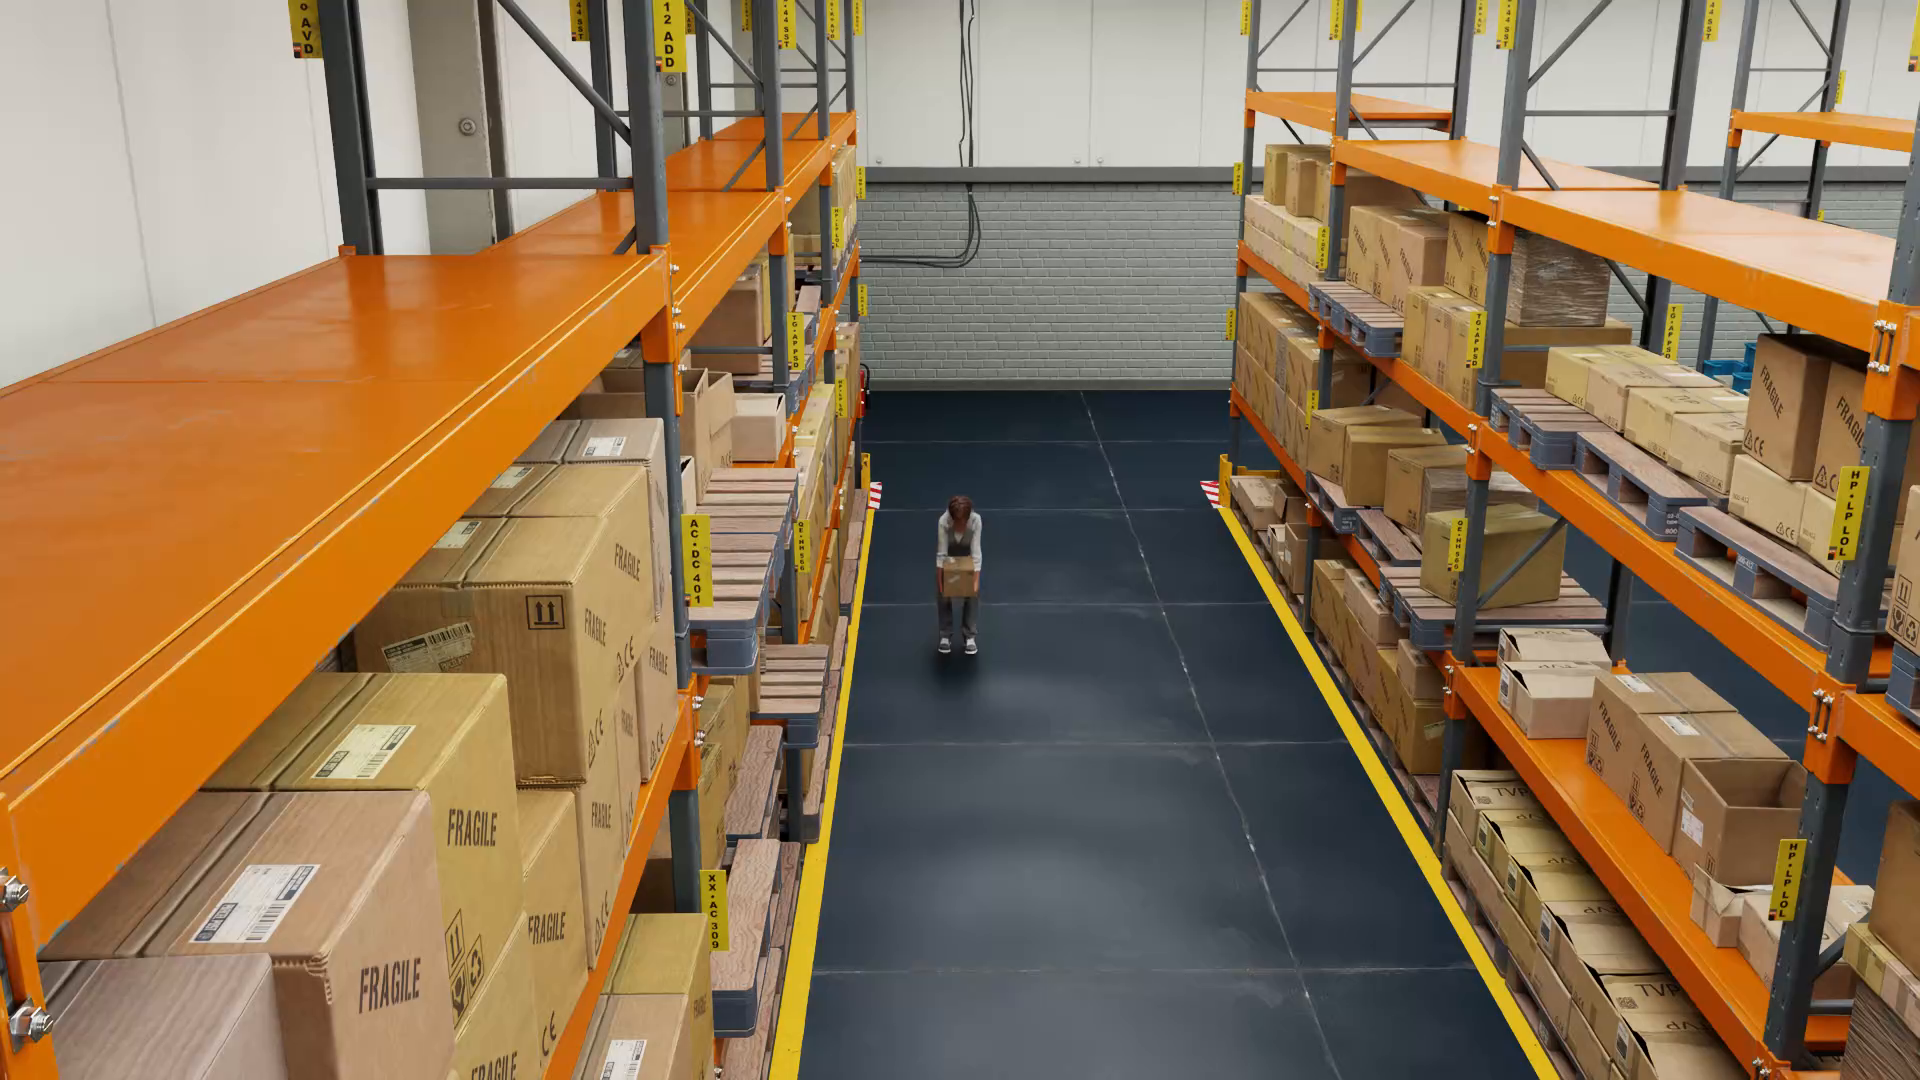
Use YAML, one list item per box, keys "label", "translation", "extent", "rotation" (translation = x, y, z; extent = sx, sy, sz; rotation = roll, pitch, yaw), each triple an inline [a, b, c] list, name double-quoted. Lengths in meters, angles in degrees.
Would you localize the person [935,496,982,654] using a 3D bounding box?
- label: "person"
  translation: [-0.013, 0.275, 13.500]
  extent: [0.376, 1.409, 0.690]
  rotation: [0, 17, -1]
